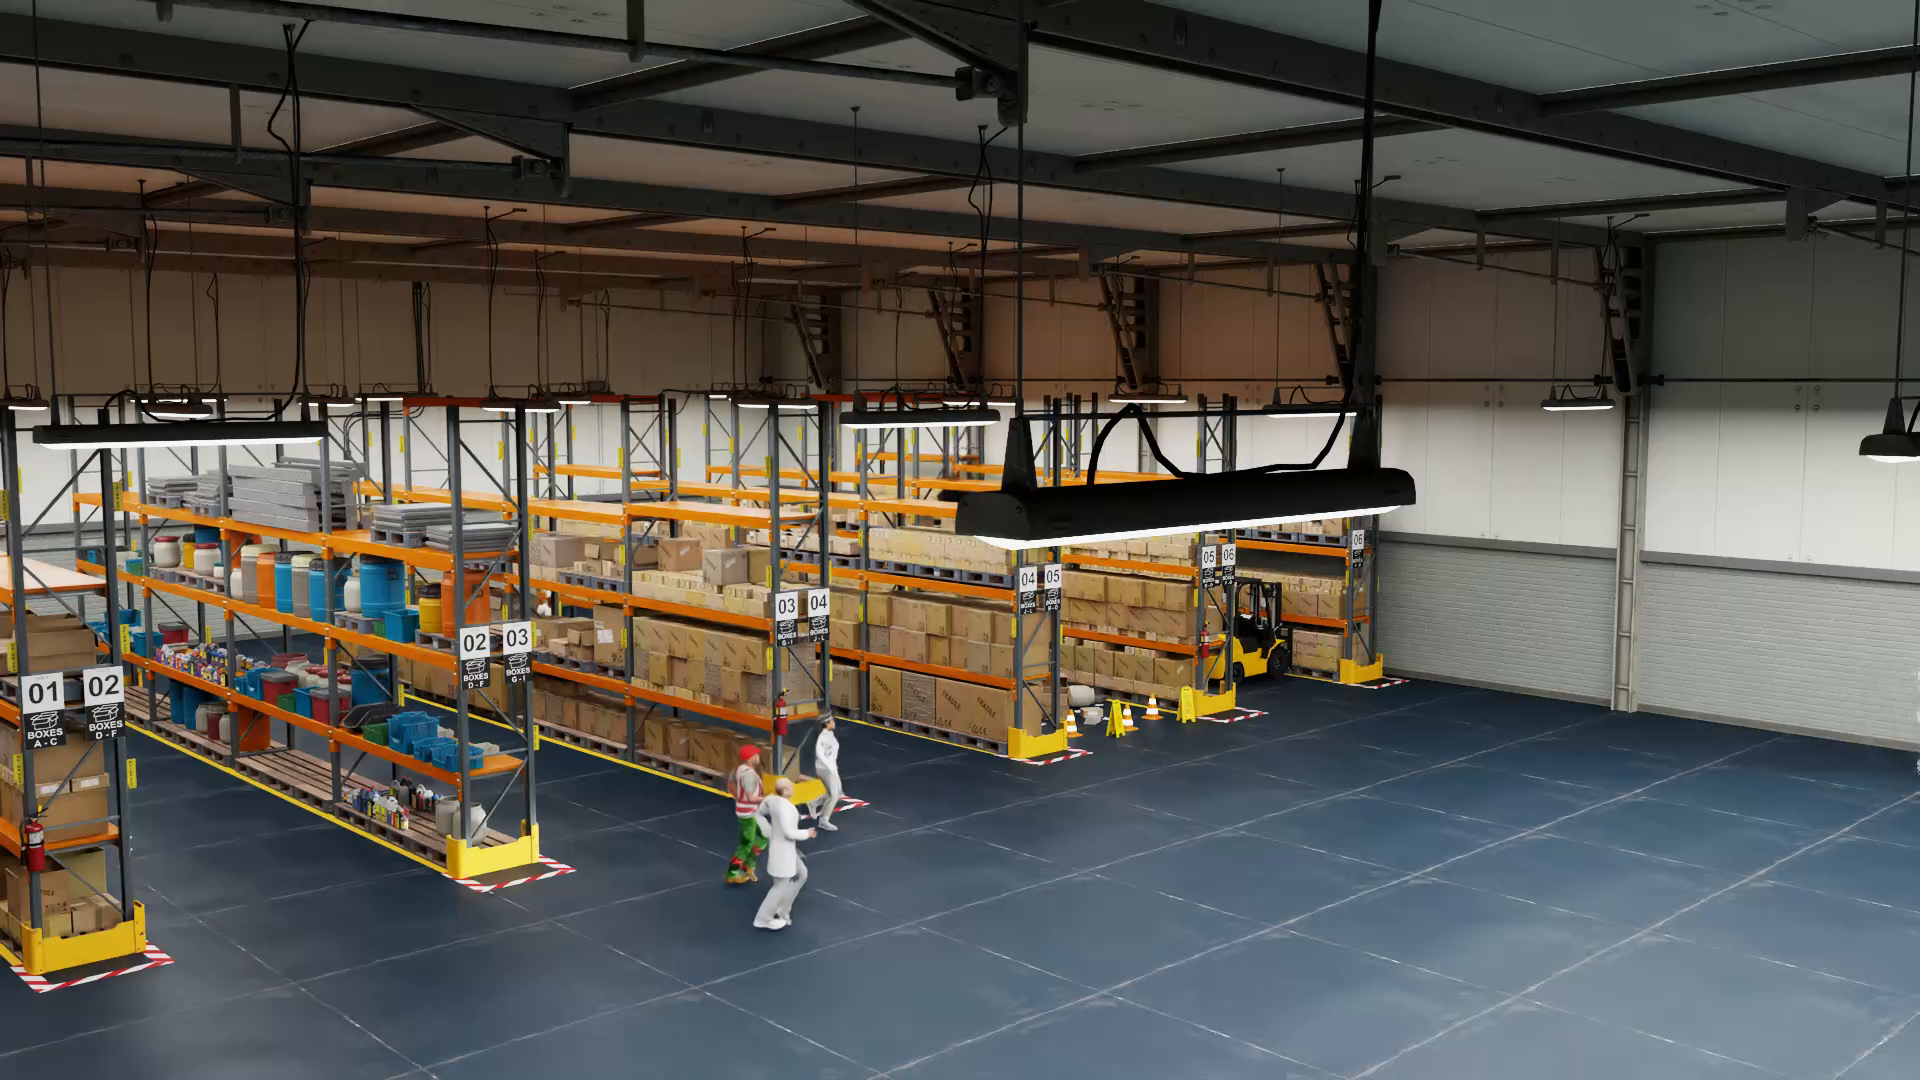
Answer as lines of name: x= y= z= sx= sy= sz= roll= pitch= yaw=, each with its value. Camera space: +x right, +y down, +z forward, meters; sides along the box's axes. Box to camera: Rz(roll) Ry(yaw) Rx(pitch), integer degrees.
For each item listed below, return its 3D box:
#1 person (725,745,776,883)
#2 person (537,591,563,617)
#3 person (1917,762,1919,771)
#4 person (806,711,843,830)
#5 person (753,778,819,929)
person: x=-2.602 y=3.441 z=20.798 sx=0.690 sy=1.792 sz=0.650 roll=-1 pitch=6 yaw=-9
person: x=-8.999 y=1.965 z=36.460 sx=0.682 sy=1.710 sz=0.621 roll=-5 pitch=7 yaw=-40
person: x=15.657 y=2.913 z=26.432 sx=0.742 sy=1.846 sz=0.668 roll=2 pitch=6 yaw=17
person: x=-1.921 y=3.254 z=23.601 sx=0.510 sy=1.642 sz=0.669 roll=1 pitch=6 yaw=7
person: x=-2.011 y=3.613 z=19.125 sx=0.761 sy=1.794 sz=0.697 roll=-2 pitch=6 yaw=-15
